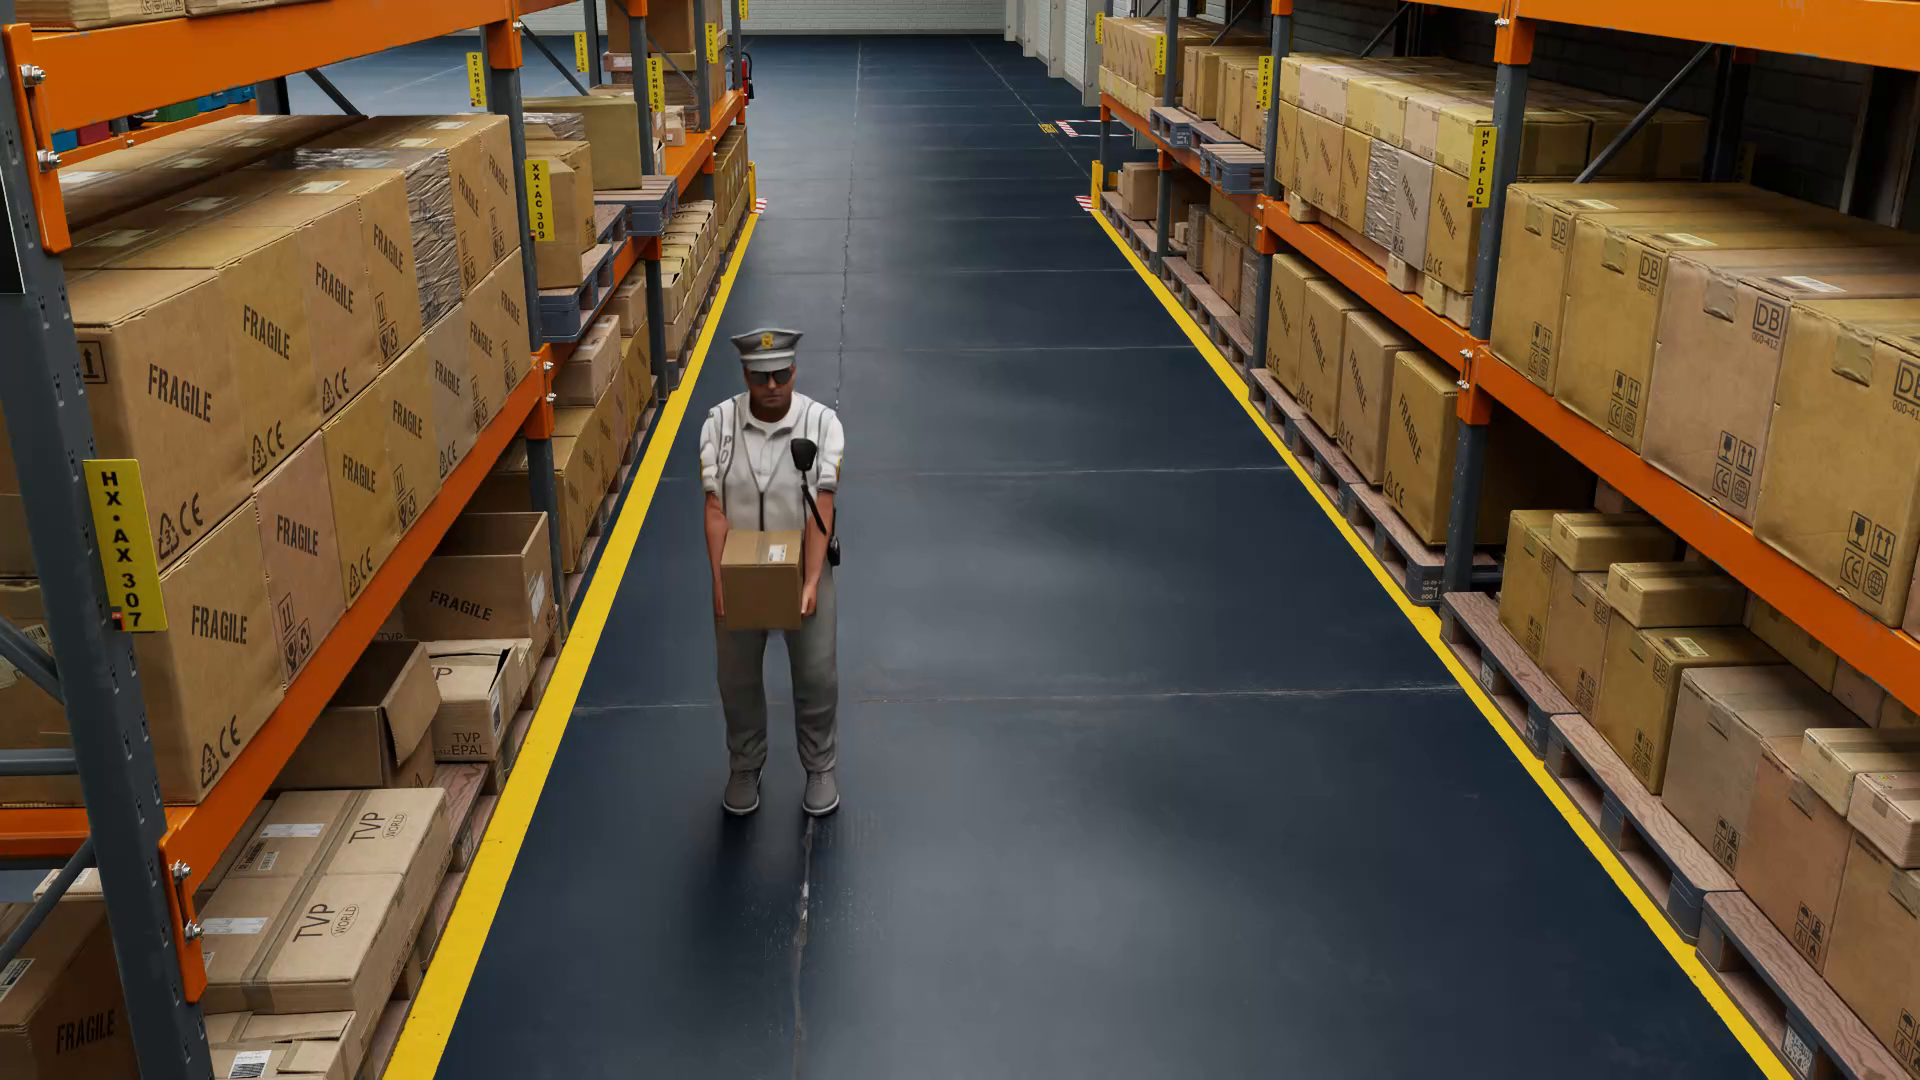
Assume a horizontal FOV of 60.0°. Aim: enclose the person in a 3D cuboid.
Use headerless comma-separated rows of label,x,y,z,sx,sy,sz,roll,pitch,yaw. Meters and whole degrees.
person,-0.634,0.127,5.721,0.488,1.761,0.583,0,20,-1
